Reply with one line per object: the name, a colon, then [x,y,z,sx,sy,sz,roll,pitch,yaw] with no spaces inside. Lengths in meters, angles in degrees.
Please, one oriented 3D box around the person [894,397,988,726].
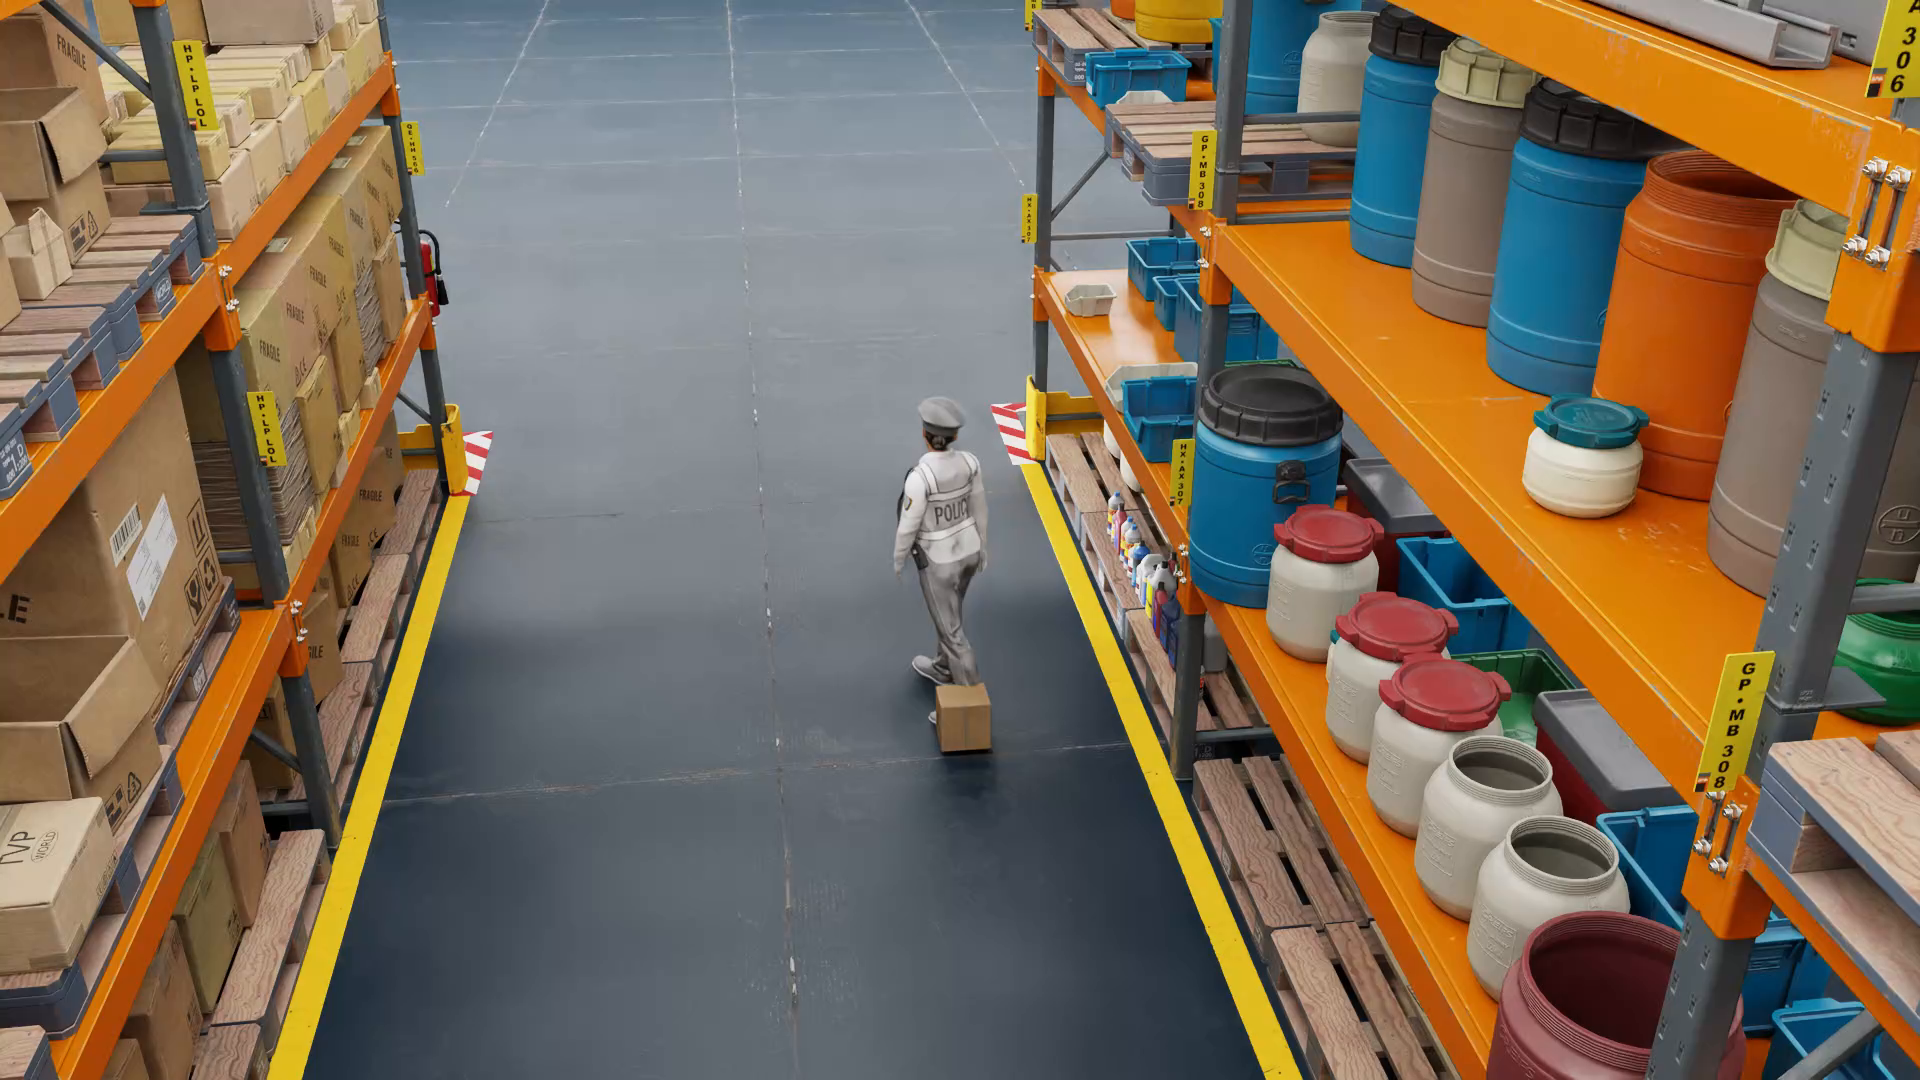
person: [-0.086,0.089,8.399,0.630,1.649,0.530,22,34,36]
